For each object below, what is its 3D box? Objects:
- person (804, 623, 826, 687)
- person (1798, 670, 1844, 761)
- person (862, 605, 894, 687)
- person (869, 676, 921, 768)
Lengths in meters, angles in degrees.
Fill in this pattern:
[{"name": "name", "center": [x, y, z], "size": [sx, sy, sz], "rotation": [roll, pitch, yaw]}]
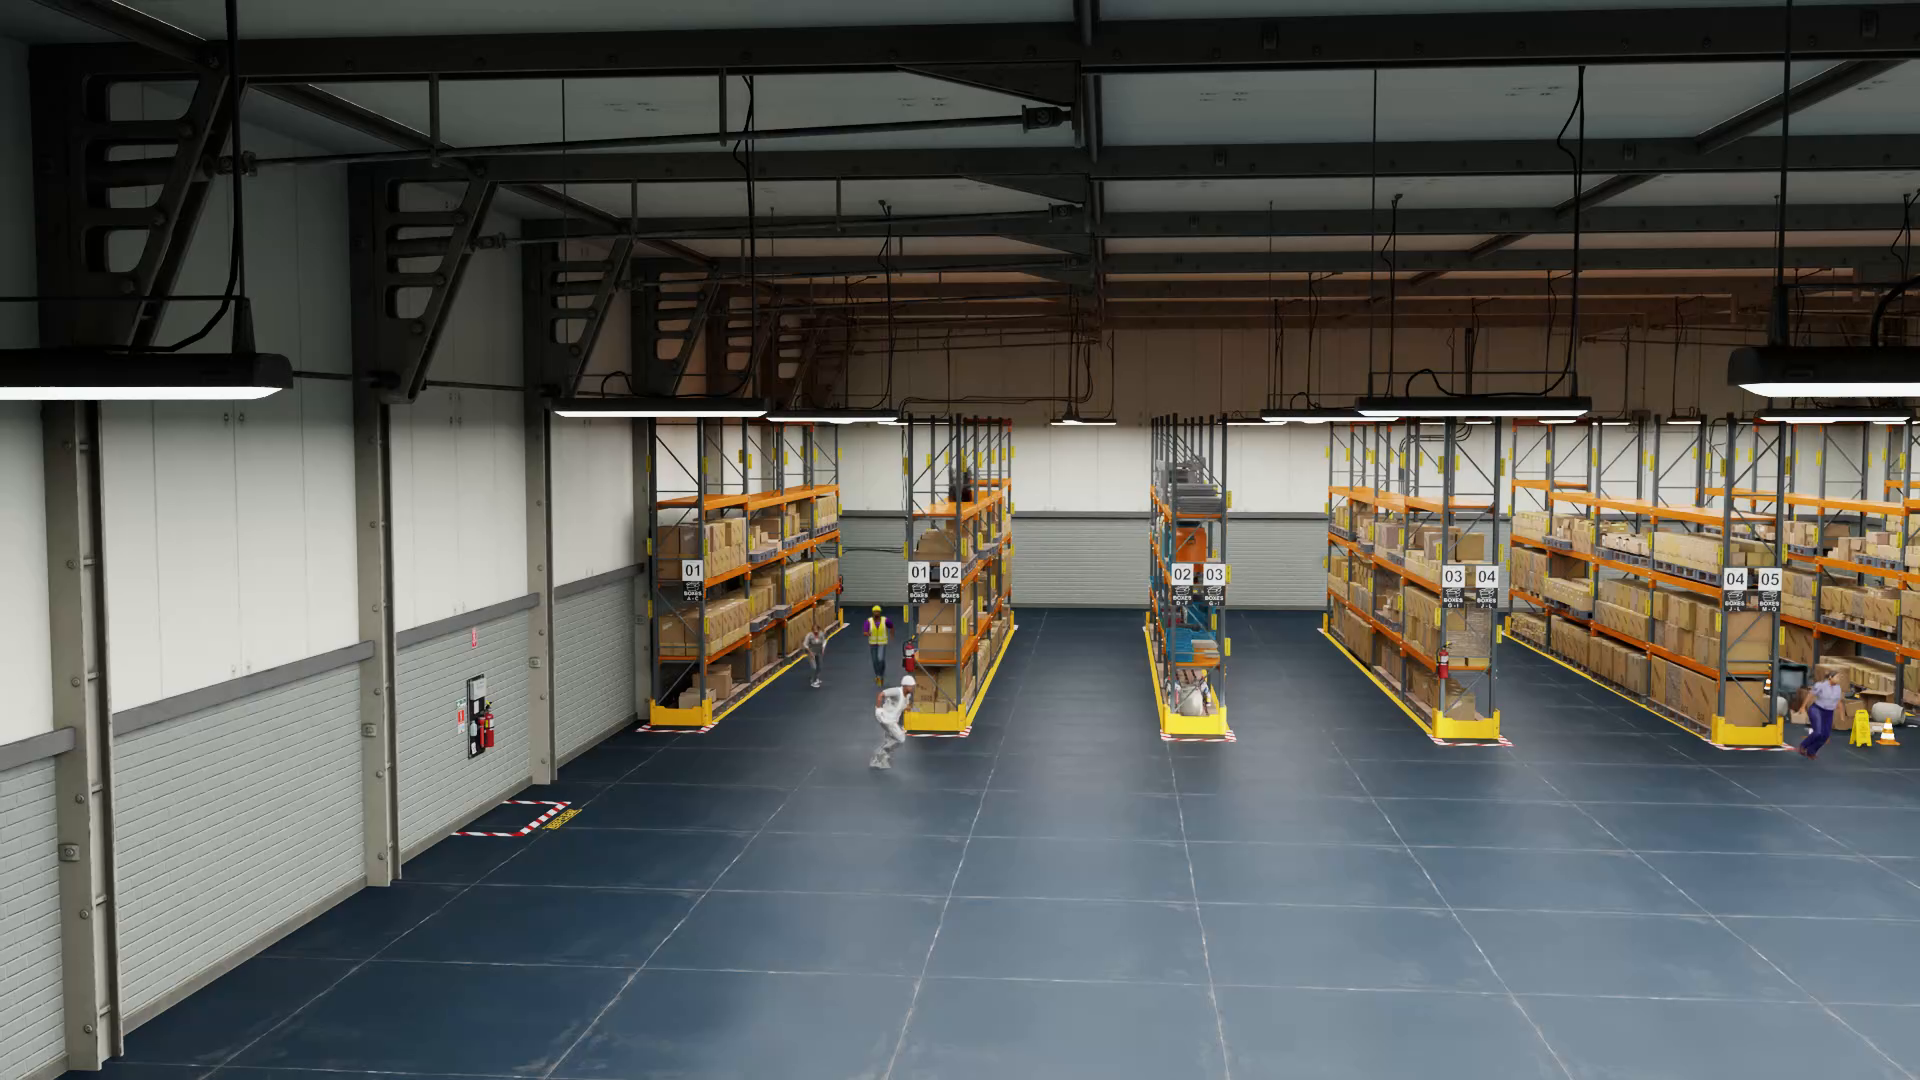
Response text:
[{"name": "person", "center": [-3.213, 2.531, 36.748], "size": [0.564, 1.455, 0.786], "rotation": [-2, 4, -31]}, {"name": "person", "center": [14.825, 3.009, 28.613], "size": [0.639, 1.606, 0.529], "rotation": [-1, 4, -16]}, {"name": "person", "center": [-1.829, 2.356, 37.009], "size": [0.660, 1.811, 0.830], "rotation": [1, 4, 9]}, {"name": "person", "center": [-1.117, 3.044, 27.726], "size": [0.921, 1.596, 0.722], "rotation": [2, 4, 24]}]
